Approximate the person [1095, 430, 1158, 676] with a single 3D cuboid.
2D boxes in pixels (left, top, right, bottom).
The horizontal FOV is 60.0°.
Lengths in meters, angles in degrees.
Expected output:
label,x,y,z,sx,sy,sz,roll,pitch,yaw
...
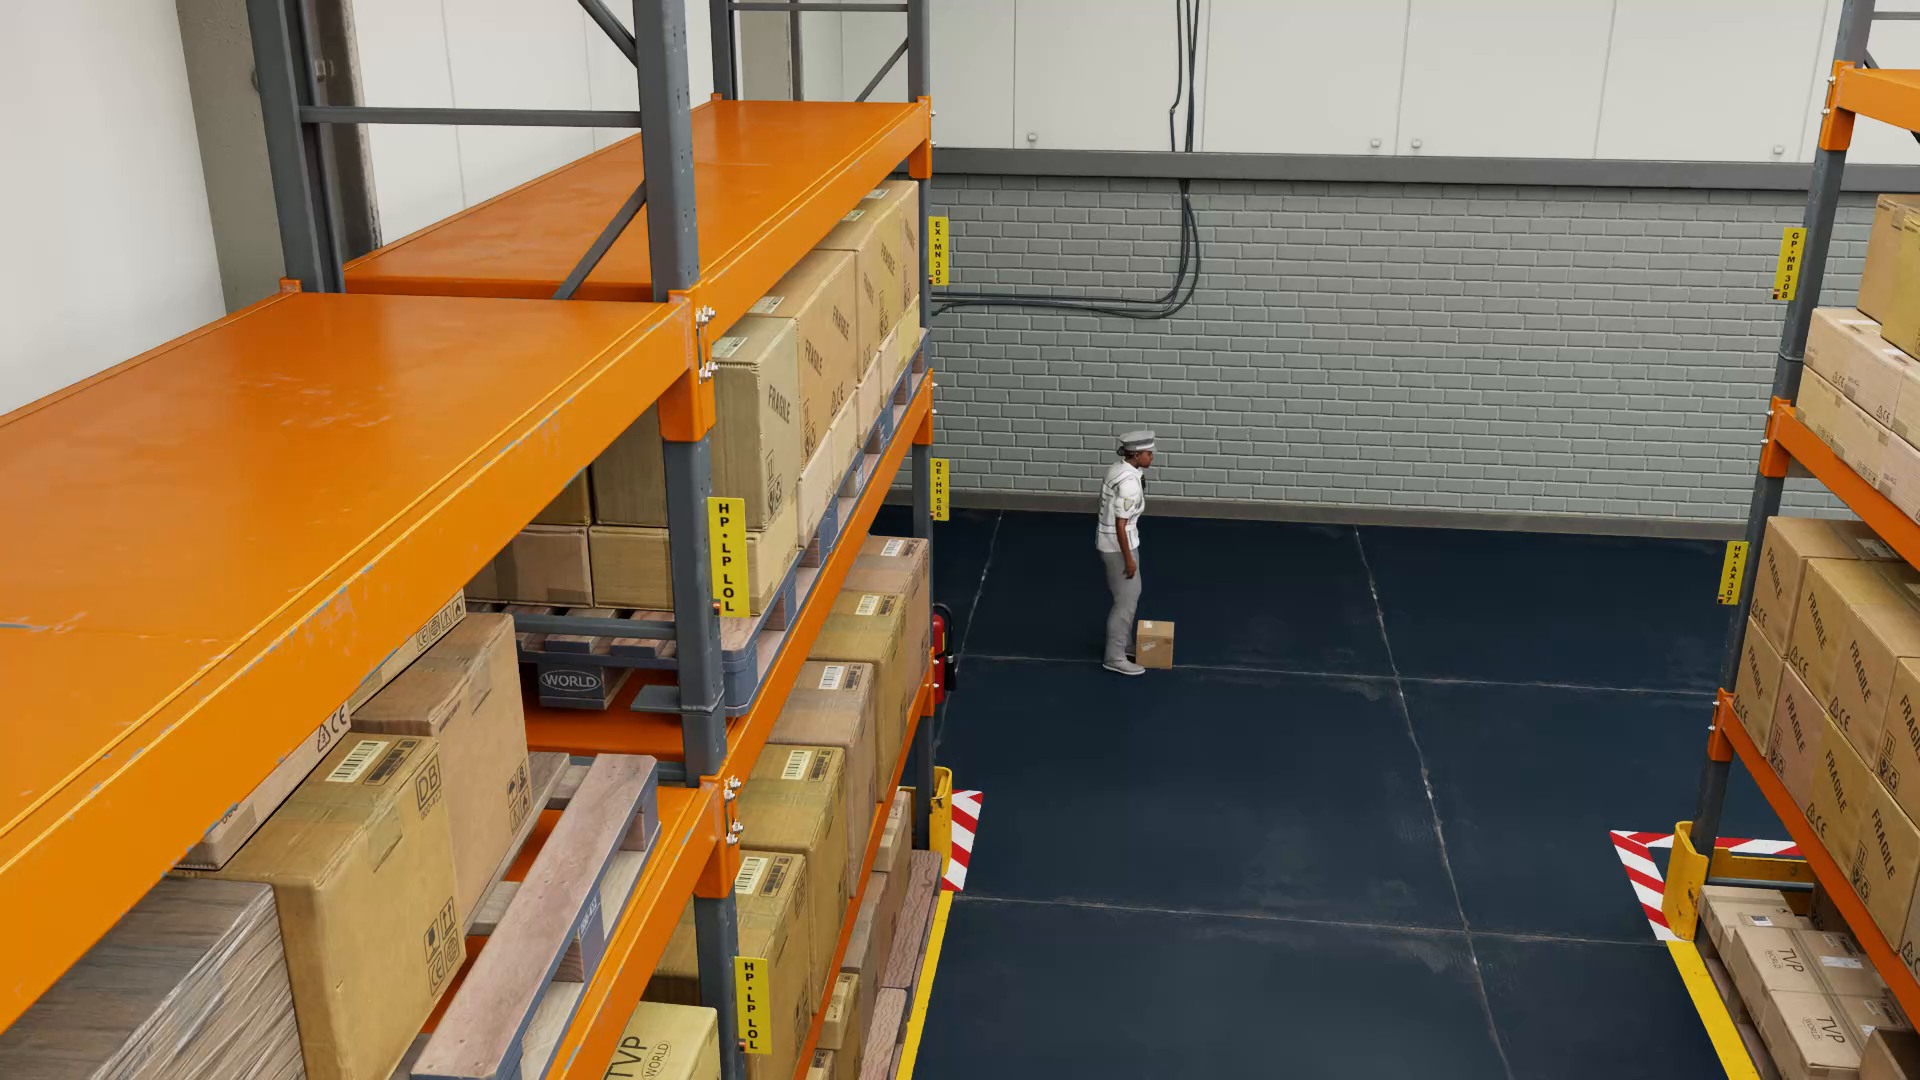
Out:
label,x,y,z,sx,sy,sz,roll,pitch,yaw
person,1.134,0.063,11.315,0.425,1.662,0.532,1,21,3
